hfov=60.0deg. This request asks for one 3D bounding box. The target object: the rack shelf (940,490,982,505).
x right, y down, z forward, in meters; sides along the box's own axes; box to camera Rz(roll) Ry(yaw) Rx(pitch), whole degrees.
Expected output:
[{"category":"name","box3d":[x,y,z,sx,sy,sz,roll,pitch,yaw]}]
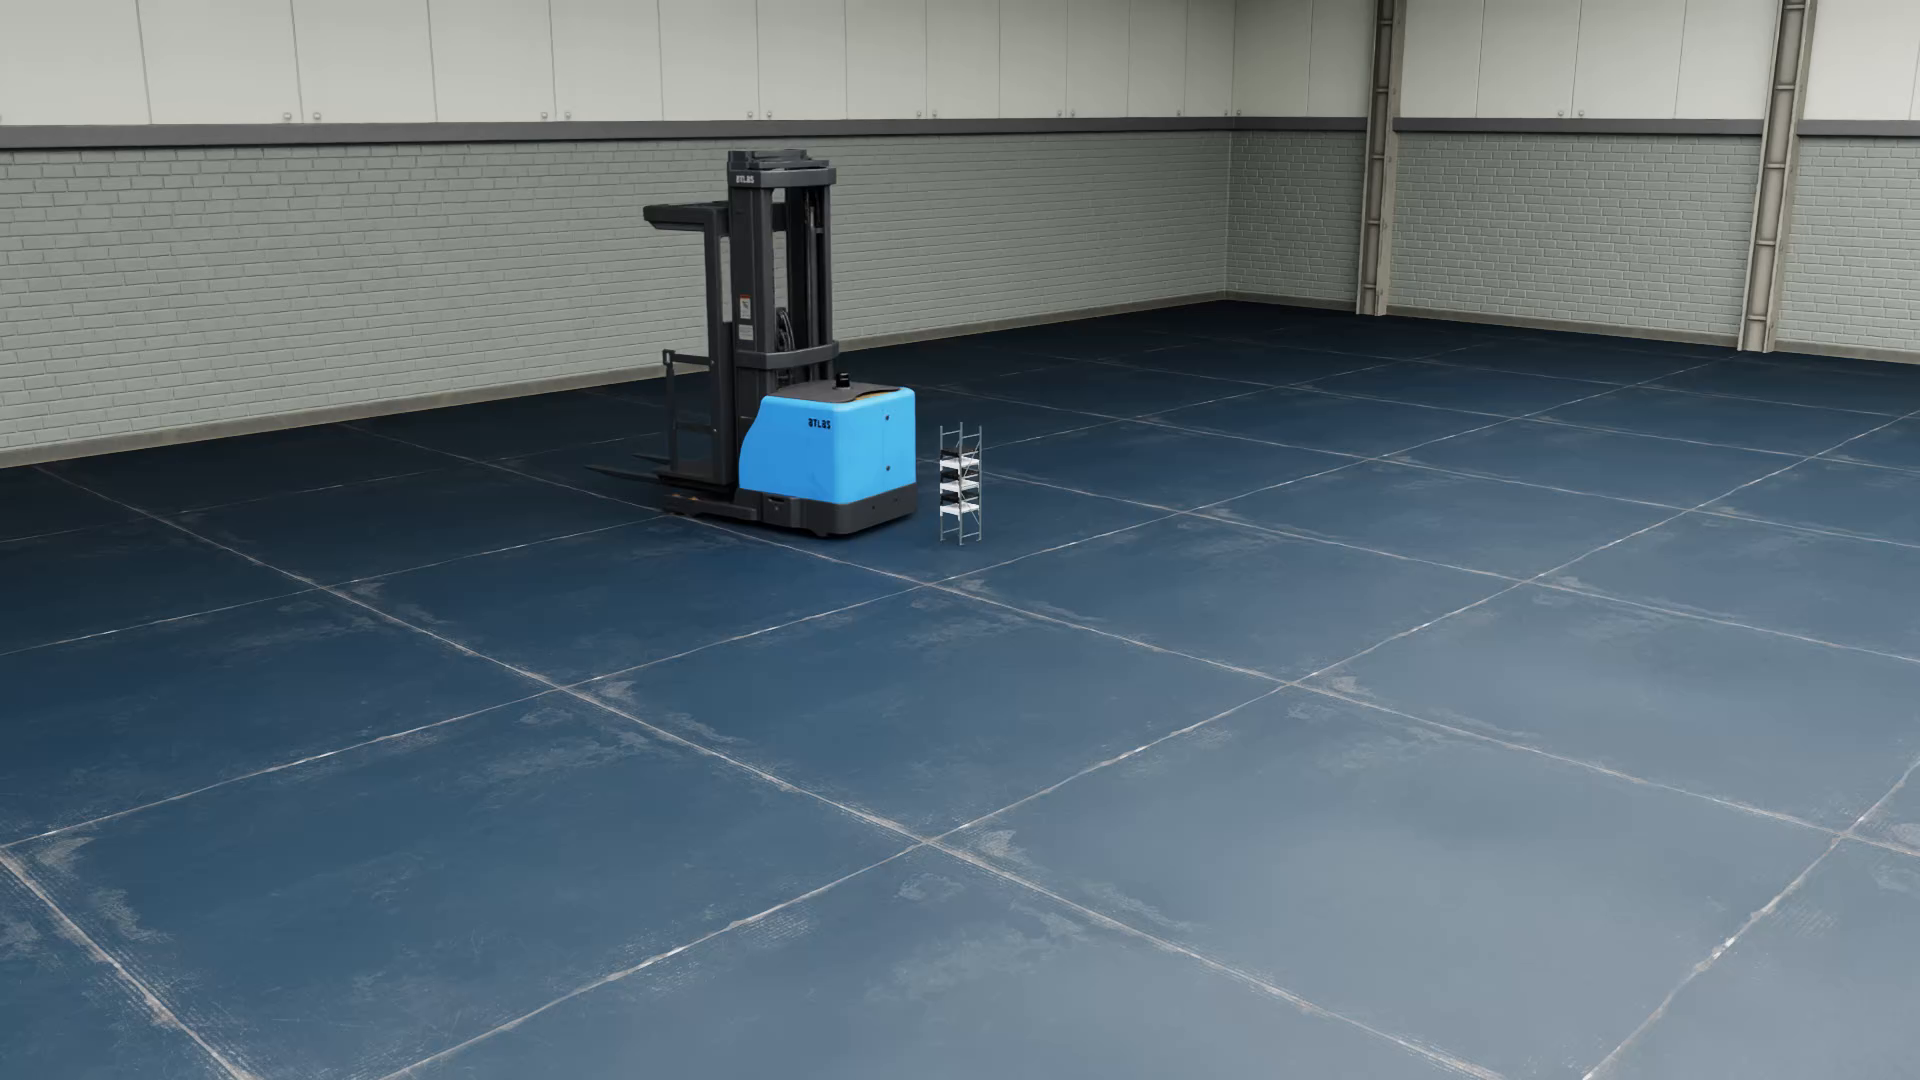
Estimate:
[{"category":"rack shelf","box3d":[0.006,-0.315,12.844,0.200,0.077,0.258,14,20,42]}]

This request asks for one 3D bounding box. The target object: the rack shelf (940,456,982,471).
[{"category":"rack shelf","box3d":[0.006,-0.576,12.776,0.200,0.077,0.258,14,20,42]}]

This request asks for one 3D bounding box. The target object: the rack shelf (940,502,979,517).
[{"category":"rack shelf","box3d":[0.006,-0.228,12.867,0.200,0.077,0.258,14,20,42]}]

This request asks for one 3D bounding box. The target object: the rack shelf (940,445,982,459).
[{"category":"rack shelf","box3d":[0.006,-0.663,12.753,0.200,0.077,0.258,14,20,42]}]

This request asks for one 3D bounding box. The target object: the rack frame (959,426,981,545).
[{"category":"rack frame","box3d":[0.079,-0.416,12.745,0.006,0.900,0.240,14,20,42]}]

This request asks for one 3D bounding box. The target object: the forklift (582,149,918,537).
[{"category":"forklift","box3d":[-1.855,-1.703,13.657,3.031,2.935,1.130,10,17,33]}]

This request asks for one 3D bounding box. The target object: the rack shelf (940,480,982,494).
[{"category":"rack shelf","box3d":[0.006,-0.402,12.822,0.200,0.077,0.258,14,20,42]}]

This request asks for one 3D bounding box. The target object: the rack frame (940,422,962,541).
[{"category":"rack frame","box3d":[-0.067,-0.452,12.881,0.006,0.900,0.240,14,20,42]}]

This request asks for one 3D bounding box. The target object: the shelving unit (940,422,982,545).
[{"category":"shelving unit","box3d":[0.006,-0.434,12.813,0.210,0.900,0.258,14,20,42]}]

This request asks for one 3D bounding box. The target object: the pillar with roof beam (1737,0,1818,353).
[{"category":"pillar with roof beam","box3d":[8.015,-6.195,18.861,0.400,9.000,9.100,14,20,42]}]

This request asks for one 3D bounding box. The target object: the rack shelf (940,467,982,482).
[{"category":"rack shelf","box3d":[0.006,-0.489,12.799,0.200,0.077,0.258,14,20,42]}]

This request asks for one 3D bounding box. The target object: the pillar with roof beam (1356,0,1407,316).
[{"category":"pillar with roof beam","box3d":[3.695,-7.245,22.891,0.400,9.000,9.100,14,20,42]}]
